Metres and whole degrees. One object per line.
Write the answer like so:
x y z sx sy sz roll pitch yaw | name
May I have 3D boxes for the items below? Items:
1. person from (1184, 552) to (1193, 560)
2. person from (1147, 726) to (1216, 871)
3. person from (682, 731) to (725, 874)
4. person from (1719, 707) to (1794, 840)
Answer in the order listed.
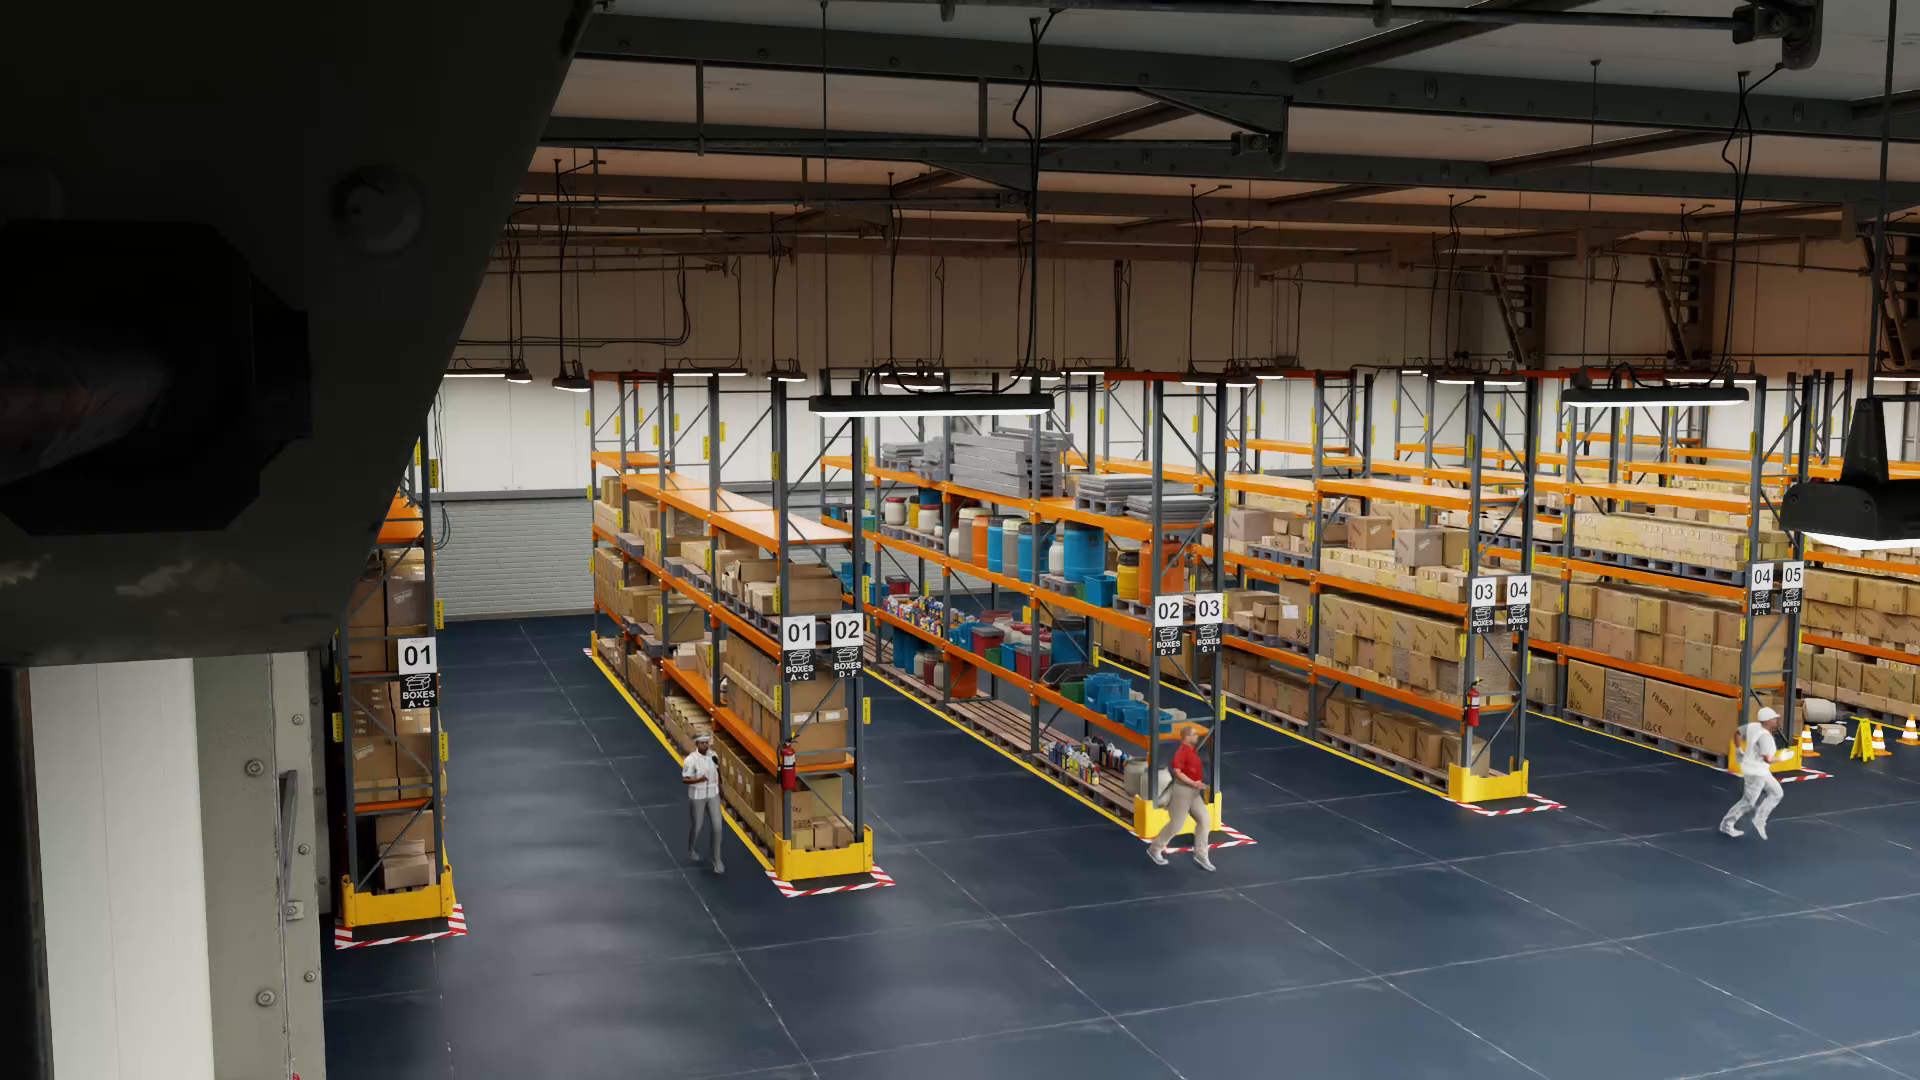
5.536 0.912 41.210 0.561 1.643 0.764 -1 6 -10 | person
2.817 3.192 20.661 0.852 1.757 0.742 3 7 26 | person
-3.160 3.194 20.505 0.567 1.746 0.721 -3 7 -26 | person
10.366 3.037 21.629 0.823 1.767 0.716 2 7 18 | person
